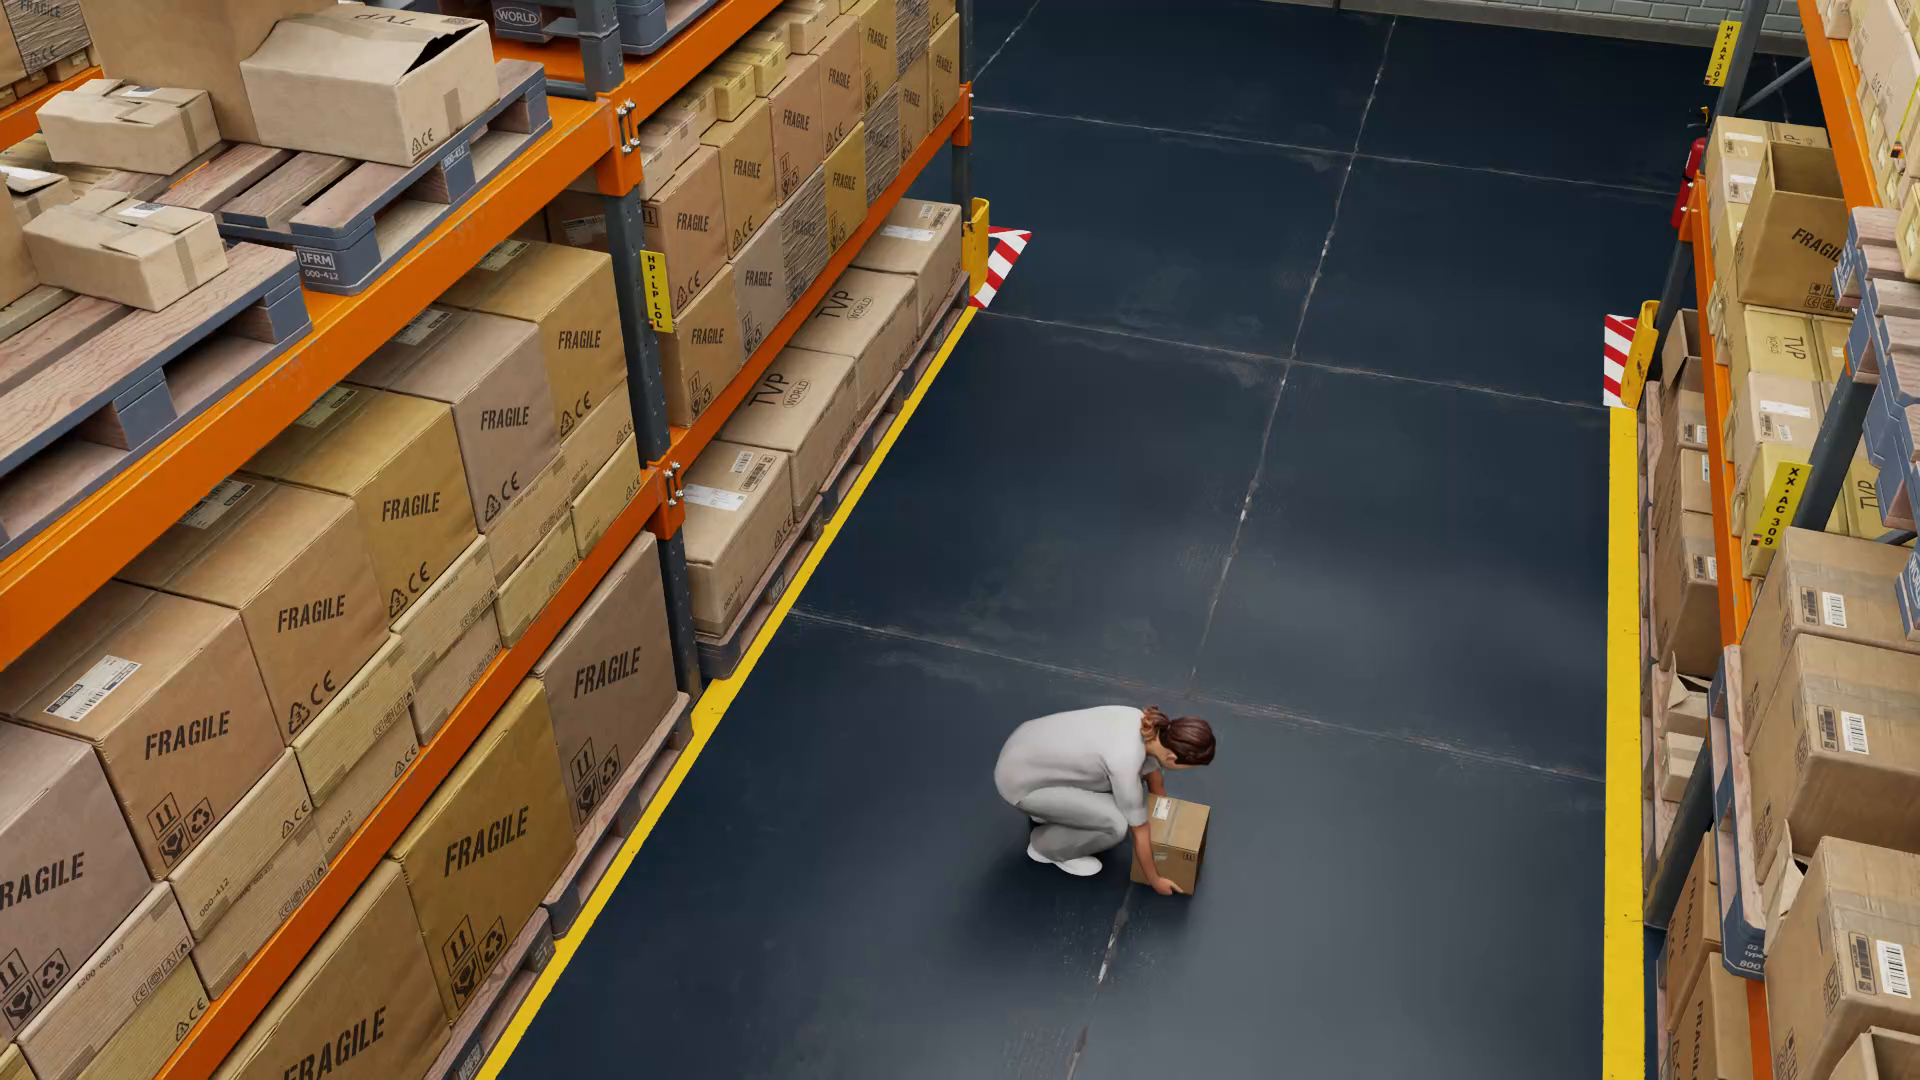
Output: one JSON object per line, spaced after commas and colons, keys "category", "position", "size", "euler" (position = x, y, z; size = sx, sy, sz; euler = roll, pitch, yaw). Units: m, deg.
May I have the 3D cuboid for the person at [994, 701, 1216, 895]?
{"category": "person", "position": [0.548, 0.966, 6.455], "size": [0.829, 0.816, 0.466], "euler": [10, 38, 13]}
